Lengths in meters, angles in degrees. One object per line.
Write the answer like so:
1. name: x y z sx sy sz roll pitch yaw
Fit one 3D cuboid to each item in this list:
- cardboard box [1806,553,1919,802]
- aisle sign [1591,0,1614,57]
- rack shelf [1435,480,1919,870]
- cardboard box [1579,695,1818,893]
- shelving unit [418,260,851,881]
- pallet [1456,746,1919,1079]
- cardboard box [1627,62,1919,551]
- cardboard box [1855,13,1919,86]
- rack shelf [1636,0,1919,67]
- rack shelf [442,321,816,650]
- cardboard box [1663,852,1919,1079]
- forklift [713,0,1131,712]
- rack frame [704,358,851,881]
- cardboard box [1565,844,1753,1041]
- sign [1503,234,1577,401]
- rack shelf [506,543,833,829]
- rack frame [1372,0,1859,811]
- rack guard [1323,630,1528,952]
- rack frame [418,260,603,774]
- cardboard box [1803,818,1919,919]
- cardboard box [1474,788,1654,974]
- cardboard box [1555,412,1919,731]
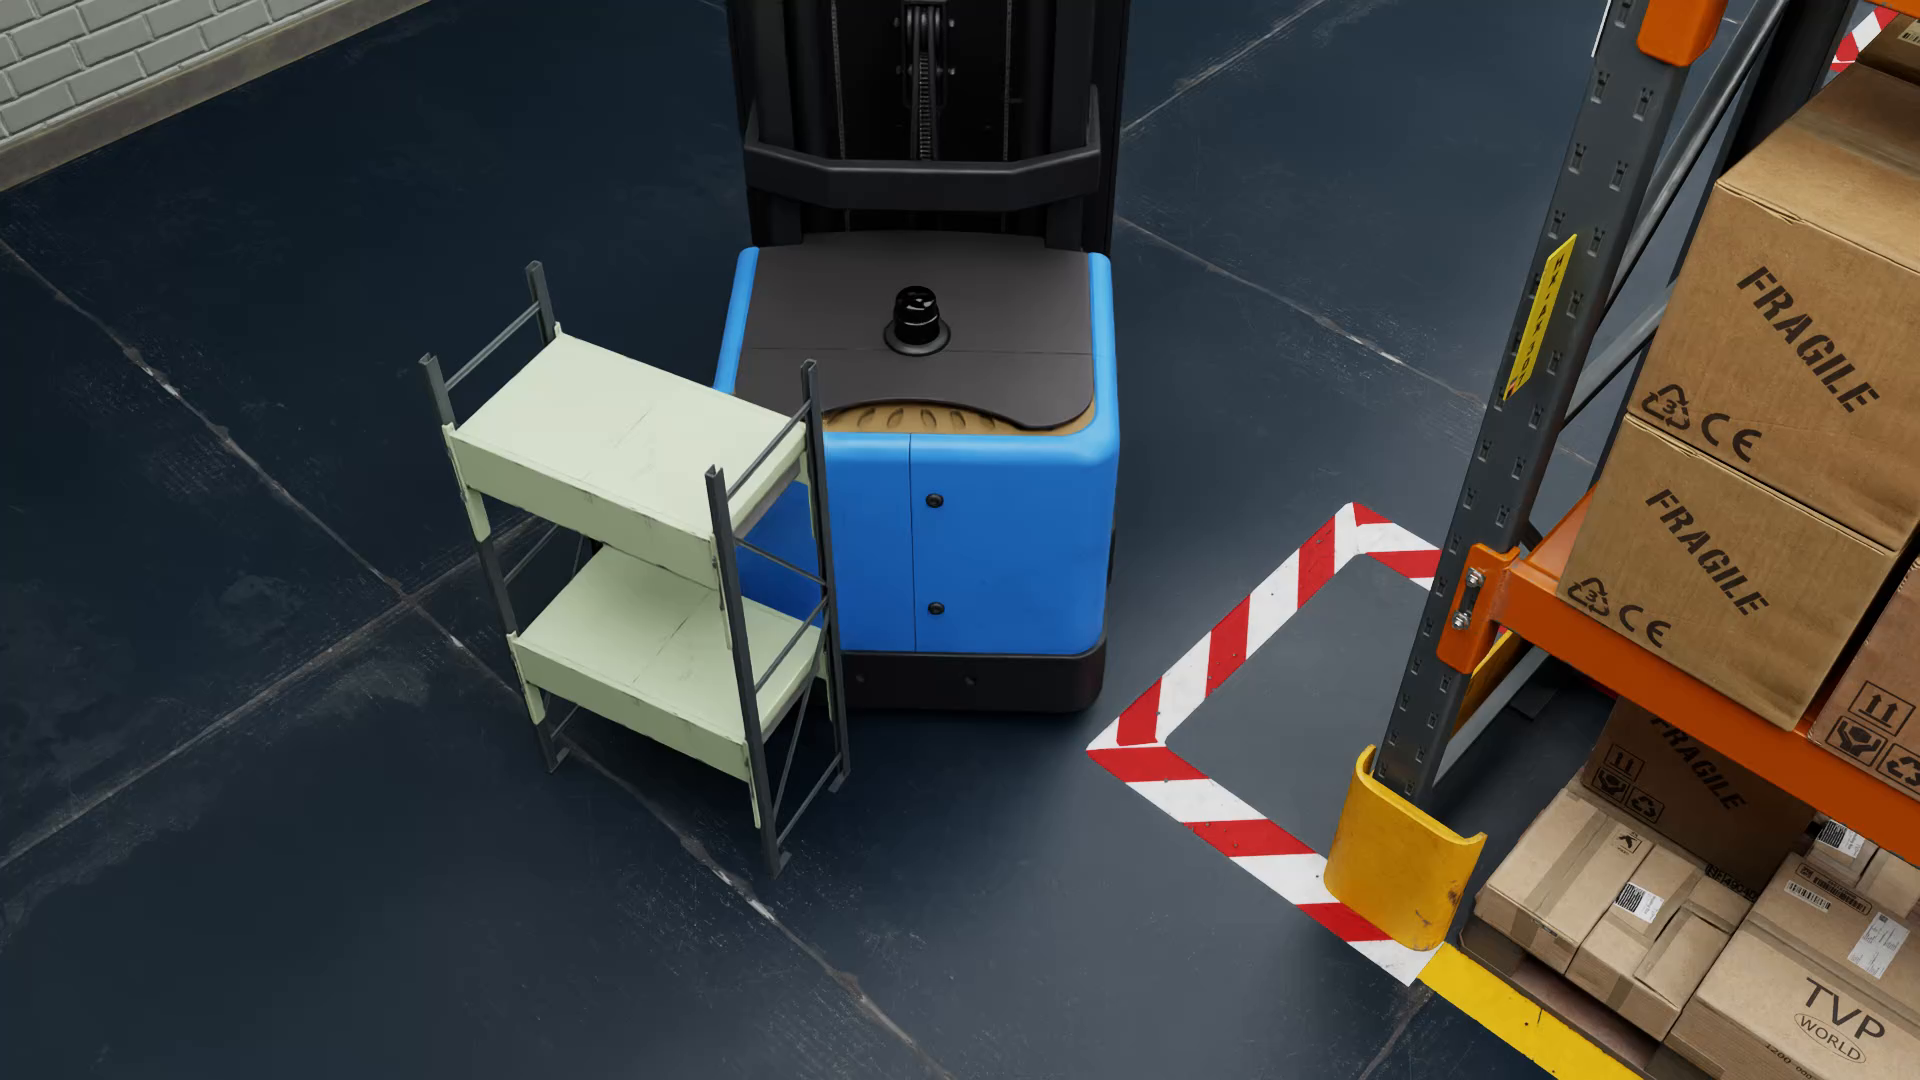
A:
1. cardboard box: 1.932 0.191 2.945 0.500 0.500 0.500 33 55 27
2. aisle sign: 1.153 -1.154 2.493 0.004 0.787 0.394 34 55 28
3. rack shelf: 2.872 0.847 2.890 4.000 0.370 1.077 34 55 28
4. cardboard box: 1.969 0.454 4.179 0.500 0.500 0.500 34 55 28
5. shelving unit: -0.731 0.132 4.097 0.755 1.500 0.431 21 50 19
6. pallet: 2.045 0.998 4.168 1.213 0.211 1.003 34 55 28
7. cardboard box: 1.549 -0.404 2.817 0.500 0.500 0.500 36 56 29
8. cardboard box: 1.916 -0.691 3.087 0.500 0.500 0.500 33 55 27
9. rack shelf: 2.872 -0.179 1.797 4.000 0.370 1.077 34 55 28
10. rack shelf: -0.731 -0.135 3.813 0.720 0.370 0.431 21 50 19
11. cardboard box: 1.977 1.071 3.771 0.500 0.250 0.500 34 55 28
12. forklift: -0.079 -1.579 4.722 1.130 2.935 3.031 1 47 1
13. rack frame: -0.408 0.257 3.980 0.023 1.500 0.400 21 50 19
14. cardboard box: 1.661 0.946 3.946 0.250 0.166 0.380 34 55 28
15. sign: 1.034 -0.393 2.968 0.005 0.325 0.100 34 55 28
16. rack shelf: -0.731 0.355 4.335 0.720 0.370 0.431 21 50 19
17. rack frame: 1.402 -0.388 3.556 0.127 3.000 1.000 34 55 28
18. rack guard: 1.458 0.505 4.432 0.348 0.500 1.175 34 55 28
19. rack frame: -1.055 0.008 4.214 0.023 1.500 0.400 21 50 19
20. cardboard box: 2.205 0.817 4.067 0.250 0.166 0.380 34 55 28
21. cardboard box: 1.477 0.829 4.068 0.250 0.149 0.380 34 55 28
22. cardboard box: 1.549 -0.061 3.181 0.500 0.500 0.500 35 56 28
